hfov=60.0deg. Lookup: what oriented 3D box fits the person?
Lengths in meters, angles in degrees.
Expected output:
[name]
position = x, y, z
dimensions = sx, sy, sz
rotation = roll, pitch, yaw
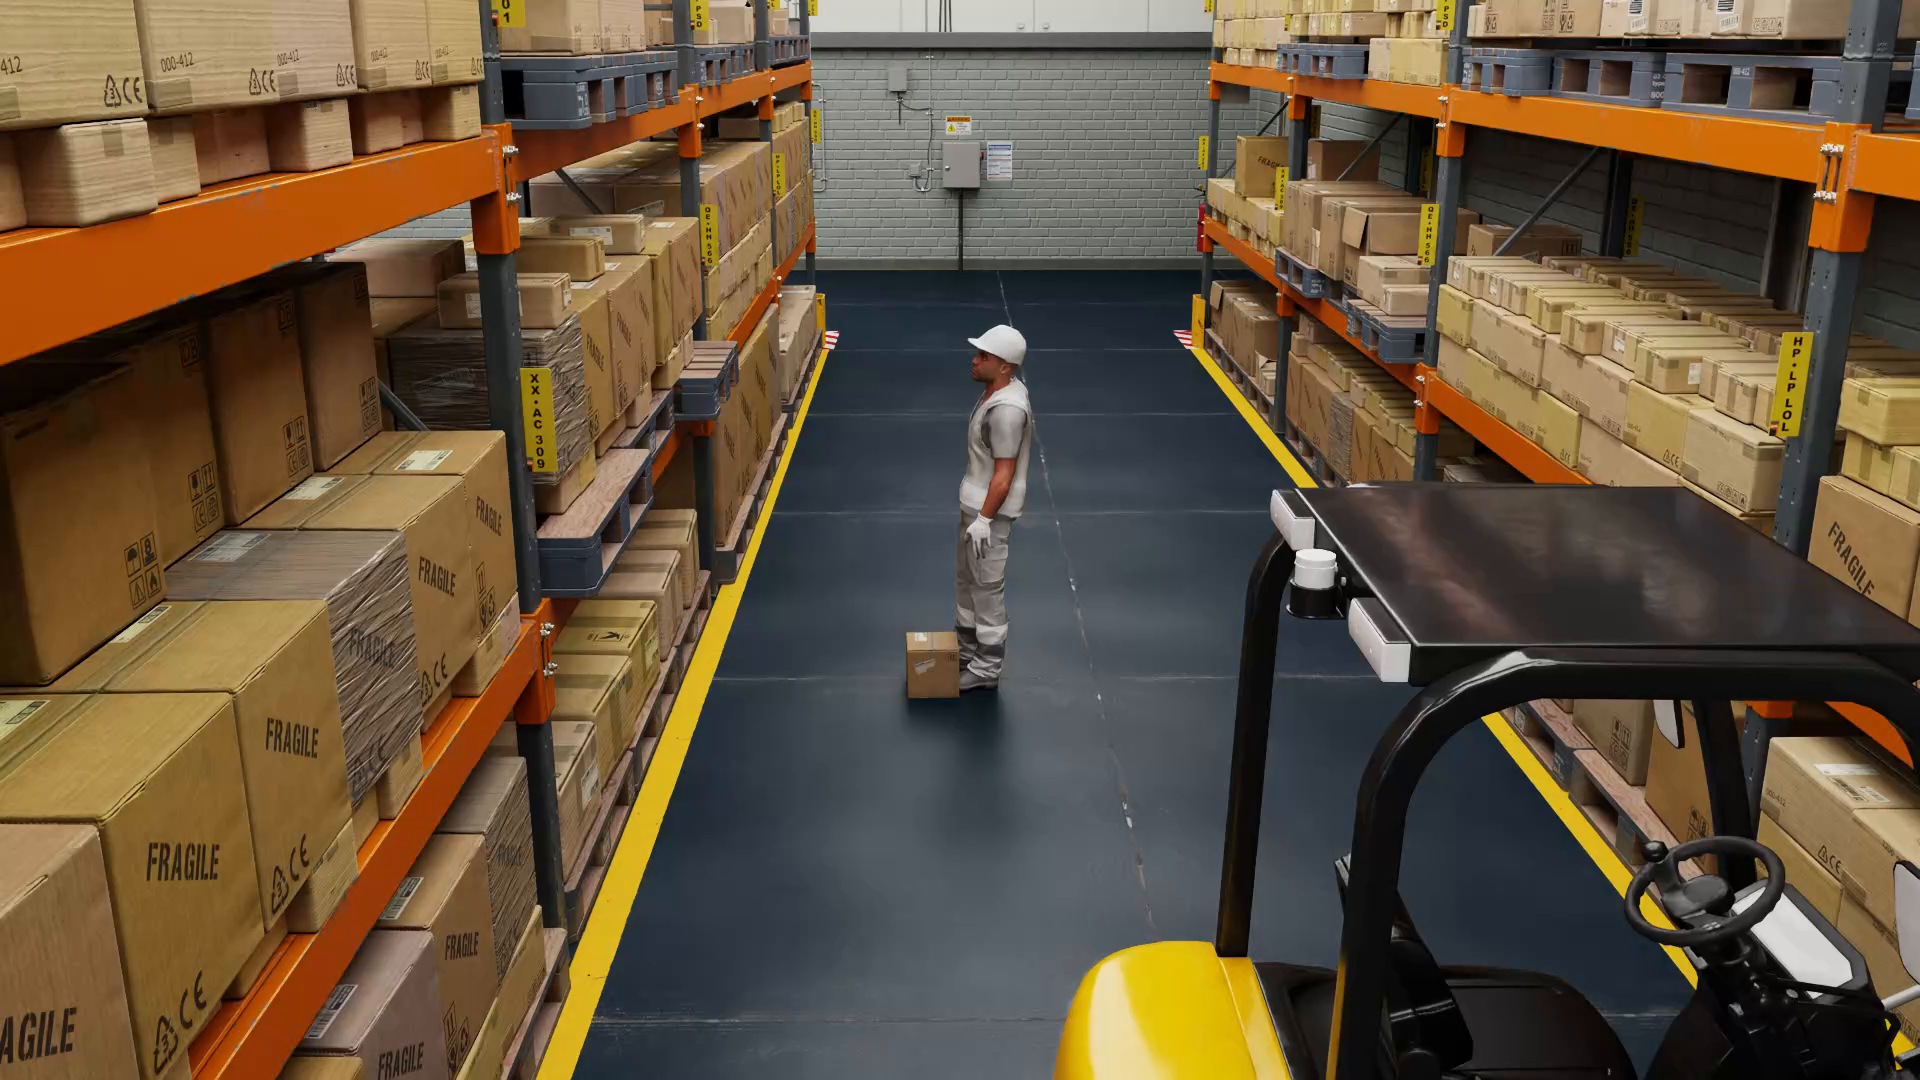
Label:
[person]
position = 0.056, -0.144, 7.941
dimensions = 0.561, 1.790, 0.637
rotation = 0, 17, -1
